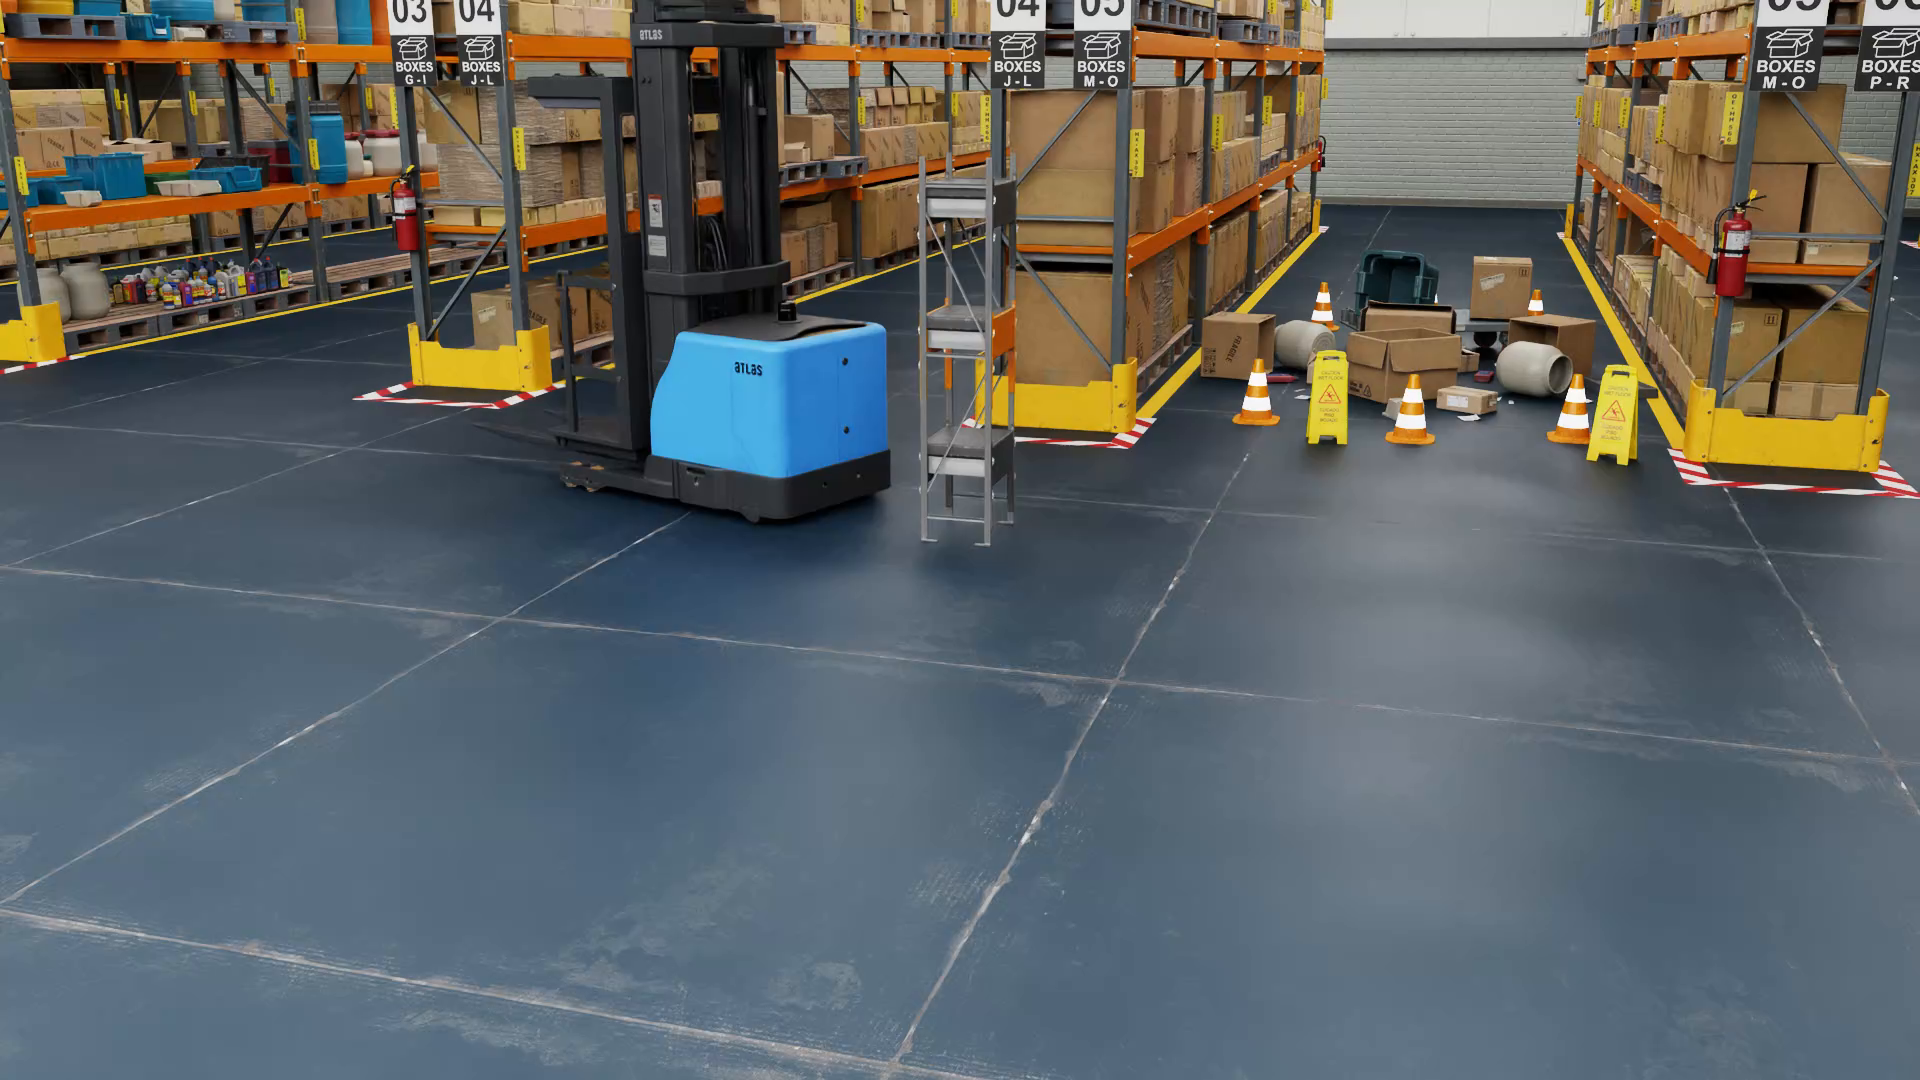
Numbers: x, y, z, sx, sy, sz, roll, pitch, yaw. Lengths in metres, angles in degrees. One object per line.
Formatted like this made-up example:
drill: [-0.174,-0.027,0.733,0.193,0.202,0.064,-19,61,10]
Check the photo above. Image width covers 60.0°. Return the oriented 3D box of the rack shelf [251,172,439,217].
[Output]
rack shelf: [-7.057,-4.330,20.416,1.077,0.370,4.000,5,16,16]

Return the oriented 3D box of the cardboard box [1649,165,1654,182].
cardboard box: [6.706,-3.442,15.659,0.380,0.149,0.250,5,17,16]

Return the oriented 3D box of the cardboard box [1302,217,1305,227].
cardboard box: [5.107,-4.899,25.559,0.380,0.149,0.250,4,16,13]

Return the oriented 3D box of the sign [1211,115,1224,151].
sign: [2.383,-3.770,15.391,0.100,0.325,0.005,5,16,16]

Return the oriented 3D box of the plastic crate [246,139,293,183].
plastic crate: [-7.781,-4.334,18.995,0.402,0.464,0.583,5,16,16]

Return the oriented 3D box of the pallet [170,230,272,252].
pallet: [-10.988,-4.435,24.580,1.003,0.211,1.213,5,16,16]

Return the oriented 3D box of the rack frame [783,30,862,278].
rack frame: [-1.740,-4.815,20.809,1.000,3.000,0.127,5,16,16]

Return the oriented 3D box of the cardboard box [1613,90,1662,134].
cardboard box: [7.943,-4.996,19.430,0.500,0.500,0.500,5,16,16]

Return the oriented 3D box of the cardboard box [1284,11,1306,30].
cardboard box: [4.490,-7.169,22.970,0.500,0.250,0.500,5,17,18]

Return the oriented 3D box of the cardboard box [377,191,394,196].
cardboard box: [-9.997,-5.916,28.812,0.500,0.311,0.500,5,16,16]

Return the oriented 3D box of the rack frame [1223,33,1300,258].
rack frame: [4.123,-5.451,23.049,1.000,3.000,0.127,5,16,16]

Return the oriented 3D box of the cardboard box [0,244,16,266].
cardboard box: [-12.021,-3.503,20.453,0.500,0.250,0.500,4,16,15]

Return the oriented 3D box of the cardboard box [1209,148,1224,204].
cardboard box: [2.257,-3.522,16.068,0.500,0.500,0.500,5,17,16]

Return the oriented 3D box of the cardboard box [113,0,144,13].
cardboard box: [-14.379,-9.161,28.580,0.500,0.500,0.500,4,16,15]

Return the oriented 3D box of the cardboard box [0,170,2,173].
cardboard box: [-11.926,-4.633,20.627,0.380,0.149,0.250,5,16,16]

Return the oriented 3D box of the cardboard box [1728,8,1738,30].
cardboard box: [5.630,-3.655,11.683,0.380,0.149,0.250,4,16,15]

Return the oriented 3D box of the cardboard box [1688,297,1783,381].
cardboard box: [5.466,-1.424,11.746,0.500,0.500,0.500,5,17,16]

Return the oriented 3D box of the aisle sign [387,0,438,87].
aisle sign: [-4.319,-3.980,13.100,0.394,0.787,0.004,5,16,16]

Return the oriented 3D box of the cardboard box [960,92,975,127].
cardboard box: [-0.075,-6.527,25.200,0.500,0.500,0.500,5,16,16]

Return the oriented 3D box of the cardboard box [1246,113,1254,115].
cardboard box: [3.990,-5.790,23.518,0.500,0.500,0.500,5,16,16]

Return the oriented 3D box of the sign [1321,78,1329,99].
sign: [5.787,-7.158,26.367,0.100,0.325,0.005,5,16,16]

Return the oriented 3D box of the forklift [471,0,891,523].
forklift: [-1.910,-1.809,10.337,3.031,2.935,1.130,12,20,35]

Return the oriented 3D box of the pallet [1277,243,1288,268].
pallet: [3.904,-3.905,22.711,1.003,0.211,1.213,5,16,16]

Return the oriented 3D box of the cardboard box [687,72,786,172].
cardboard box: [-2.517,-4.456,17.675,1.000,1.000,1.000,5,17,16]

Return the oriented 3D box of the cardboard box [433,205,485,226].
cardboard box: [-4.130,-2.692,13.783,0.380,0.149,0.250,5,16,16]

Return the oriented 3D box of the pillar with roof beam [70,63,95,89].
pillar with roof beam: [-11.354,-9.817,27.448,9.100,9.000,0.400,5,16,16]

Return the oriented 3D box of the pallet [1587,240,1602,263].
pallet: [9.189,-3.945,22.850,1.003,0.211,1.213,5,16,16]

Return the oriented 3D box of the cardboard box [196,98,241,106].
cardboard box: [-14.045,-7.879,31.062,0.980,0.700,0.700,4,16,15]

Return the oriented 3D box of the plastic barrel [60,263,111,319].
plastic barrel: [-8.506,-2.421,16.156,0.421,0.512,0.421,0,16,0]

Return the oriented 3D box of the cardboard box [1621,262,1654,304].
cardboard box: [7.389,-2.644,17.200,0.950,0.372,0.625,4,16,15]

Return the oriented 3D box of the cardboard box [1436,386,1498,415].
cardboard box: [3.923,-1.082,12.870,0.250,0.149,0.380,-15,21,-41]

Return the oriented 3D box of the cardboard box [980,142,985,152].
cardboard box: [0.168,-6.132,25.910,0.380,0.149,0.250,5,17,17]

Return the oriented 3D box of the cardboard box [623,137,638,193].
cardboard box: [-3.467,-3.453,15.277,0.875,0.500,0.500,5,16,16]

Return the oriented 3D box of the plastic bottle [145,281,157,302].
plastic bottle: [-8.398,-2.582,17.256,0.097,0.201,0.097,0,16,0]

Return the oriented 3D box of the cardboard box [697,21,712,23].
cardboard box: [-2.756,-5.000,16.239,0.500,0.250,0.500,5,17,18]

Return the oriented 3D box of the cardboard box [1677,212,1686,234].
cardboard box: [5.855,-2.488,13.064,0.380,0.149,0.250,5,17,16]

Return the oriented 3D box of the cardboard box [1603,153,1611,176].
cardboard box: [8.063,-4.528,20.071,0.500,0.250,0.500,4,16,15]

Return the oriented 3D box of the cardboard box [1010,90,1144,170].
cardboard box: [0.856,-2.997,12.144,0.875,0.550,0.550,5,16,16]

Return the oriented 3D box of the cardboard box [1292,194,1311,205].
cardboard box: [5.274,-5.317,25.942,0.380,0.149,0.250,4,16,15]

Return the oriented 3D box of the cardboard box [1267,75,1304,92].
cardboard box: [4.618,-6.359,23.690,0.500,0.500,0.500,4,16,14]

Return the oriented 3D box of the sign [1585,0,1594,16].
sign: [9.504,-8.086,25.096,0.100,0.325,0.005,5,16,16]

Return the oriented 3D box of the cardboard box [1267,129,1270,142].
cardboard box: [3.681,-5.076,20.875,0.380,0.149,0.250,4,16,15]

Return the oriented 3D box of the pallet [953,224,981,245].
pallet: [-0.312,-4.713,25.559,1.003,0.211,1.213,5,16,16]

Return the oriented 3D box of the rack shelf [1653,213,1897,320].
rack shelf: [6.056,-2.131,12.663,1.077,0.370,4.000,5,16,16]

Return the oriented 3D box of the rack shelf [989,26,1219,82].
rack shelf: [1.282,-3.931,13.514,1.077,0.370,4.000,5,16,16]

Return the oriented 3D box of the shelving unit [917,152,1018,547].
shelving unit: [0.047,-1.053,9.196,0.431,2.100,0.503,5,16,16]

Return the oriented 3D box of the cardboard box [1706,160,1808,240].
cardboard box: [5.378,-2.308,11.242,0.500,0.500,0.500,4,16,15]

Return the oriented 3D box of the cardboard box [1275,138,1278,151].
cardboard box: [3.983,-5.214,21.905,0.380,0.149,0.250,4,16,13]

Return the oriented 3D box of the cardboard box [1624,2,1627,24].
cardboard box: [7.817,-6.015,19.017,0.396,0.266,0.258,4,16,14]

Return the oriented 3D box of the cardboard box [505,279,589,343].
cardboard box: [-3.683,-2.043,14.846,0.500,0.500,0.500,10,18,30]

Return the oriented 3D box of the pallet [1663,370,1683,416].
pallet: [6.123,-1.160,13.032,1.003,0.211,1.213,5,16,16]

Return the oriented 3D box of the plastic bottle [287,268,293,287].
plastic bottle: [-7.430,-2.899,18.375,0.097,0.201,0.097,0,16,0]

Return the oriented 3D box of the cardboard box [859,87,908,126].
cardboard box: [-1.145,-5.882,22.549,0.797,0.503,0.637,5,17,18]

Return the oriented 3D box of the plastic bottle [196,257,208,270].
plastic bottle: [-8.253,-2.911,18.144,0.144,0.351,0.185,5,17,17]

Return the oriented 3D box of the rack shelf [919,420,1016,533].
rack shelf: [0.047,-0.367,9.390,0.431,0.518,0.480,5,16,16]

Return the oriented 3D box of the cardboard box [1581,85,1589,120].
cardboard box: [9.625,-6.565,24.964,0.500,0.500,0.500,4,16,15]

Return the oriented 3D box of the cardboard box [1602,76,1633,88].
cardboard box: [8.680,-6.040,21.922,0.380,0.149,0.250,4,16,15]
